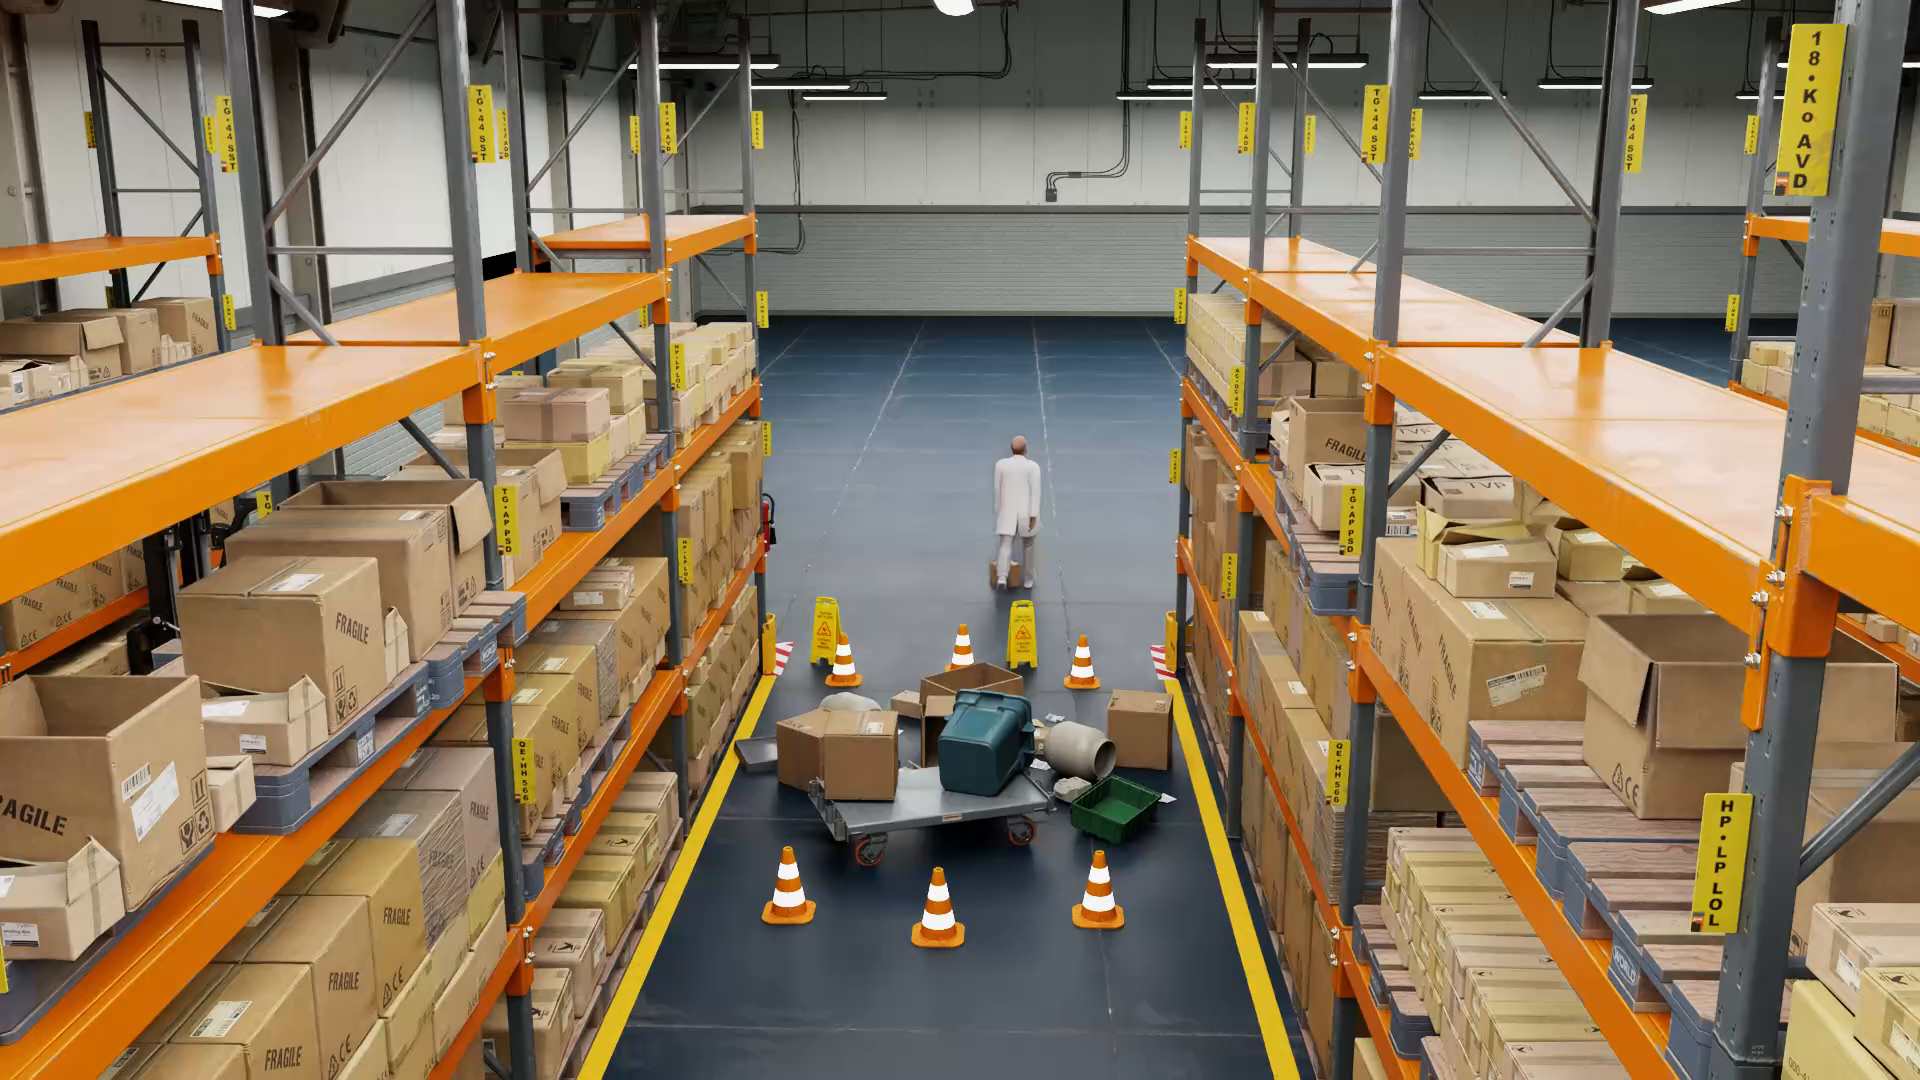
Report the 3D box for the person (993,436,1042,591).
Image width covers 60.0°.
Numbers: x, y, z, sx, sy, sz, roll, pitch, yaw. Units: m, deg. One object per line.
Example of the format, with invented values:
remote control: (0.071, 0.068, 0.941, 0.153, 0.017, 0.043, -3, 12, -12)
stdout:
person: (0.628, -0.278, 18.546, 0.554, 1.744, 1.058, 2, 14, 9)
